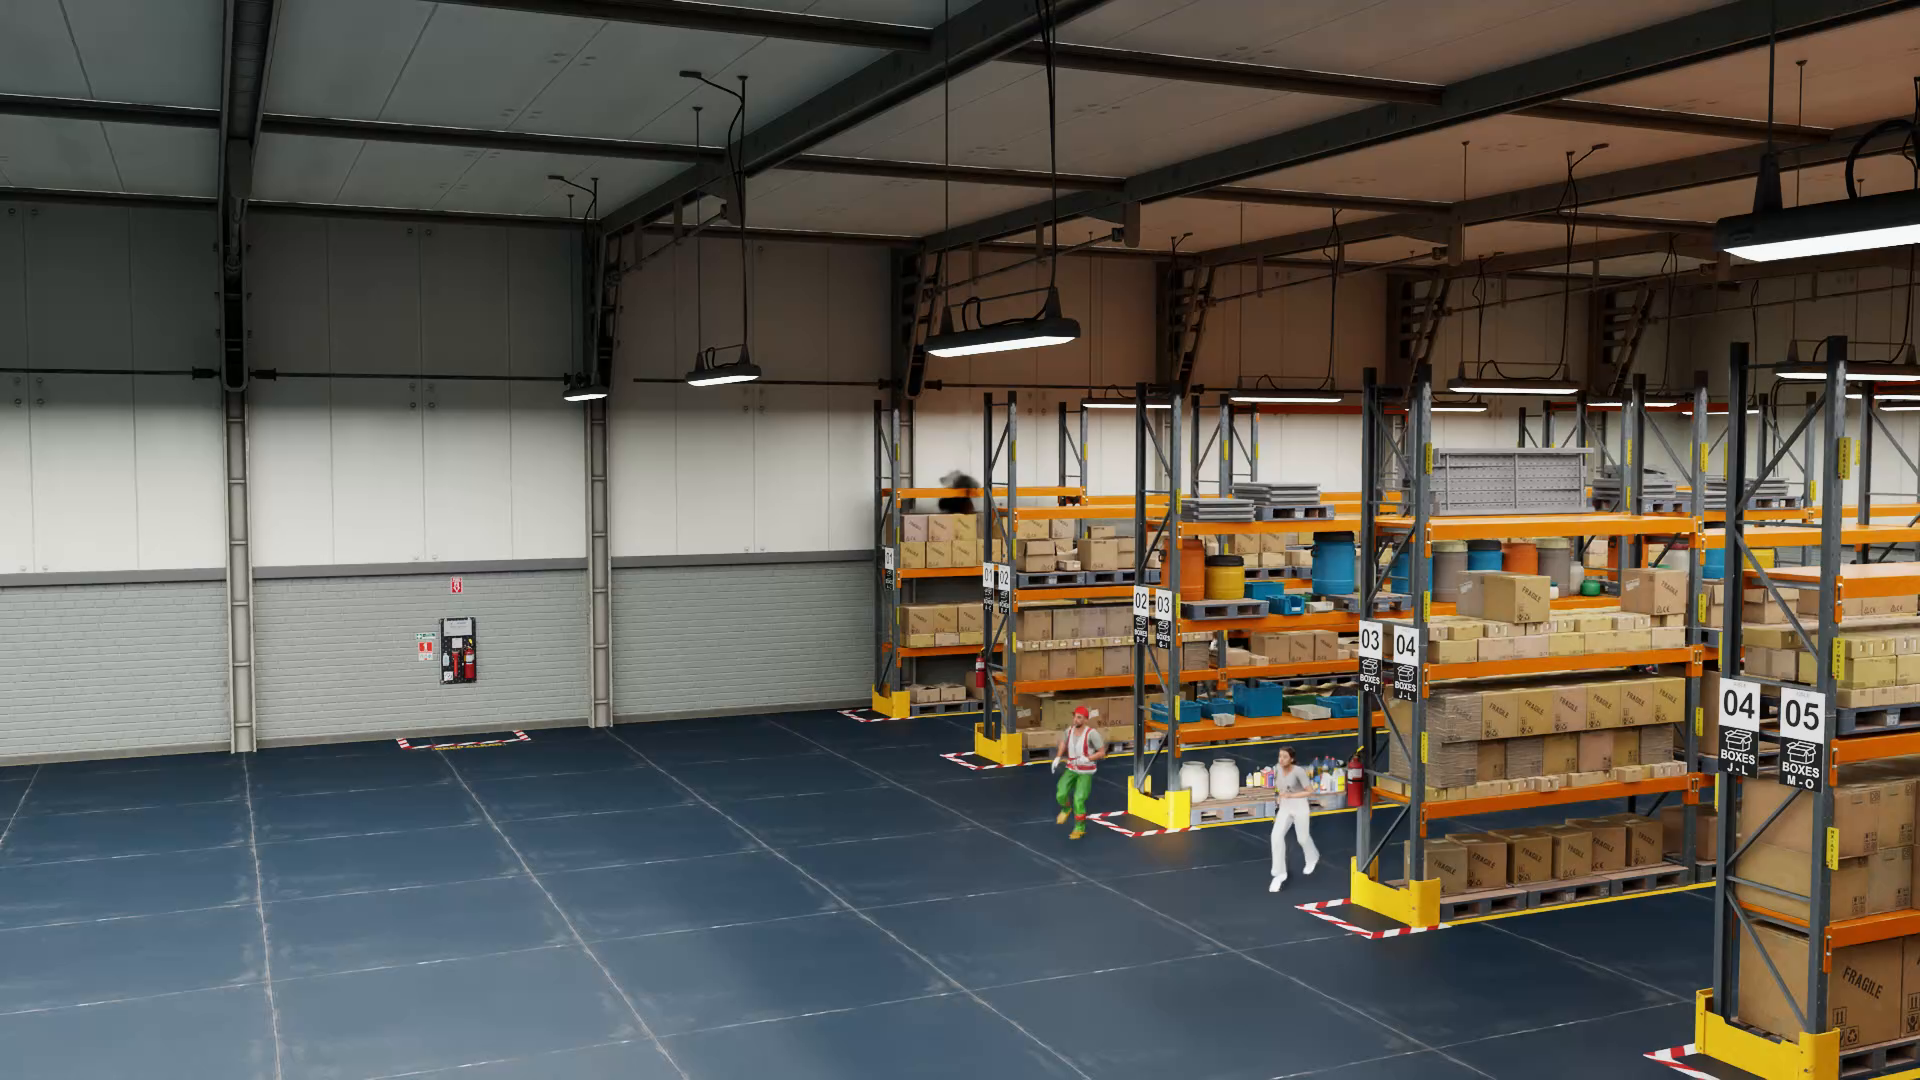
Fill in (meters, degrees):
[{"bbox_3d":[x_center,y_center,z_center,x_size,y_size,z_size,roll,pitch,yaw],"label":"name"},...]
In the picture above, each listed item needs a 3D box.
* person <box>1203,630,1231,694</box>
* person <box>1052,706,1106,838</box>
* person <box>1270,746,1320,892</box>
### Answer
[{"bbox_3d":[4.865,2.457,31.607,0.888,1.699,0.569,-2,4,-36],"label":"person"},{"bbox_3d":[1.542,3.043,21.834,0.798,1.740,0.530,2,4,26],"label":"person"},{"bbox_3d":[3.936,3.208,19.471,0.570,1.664,1.031,3,4,38],"label":"person"}]
